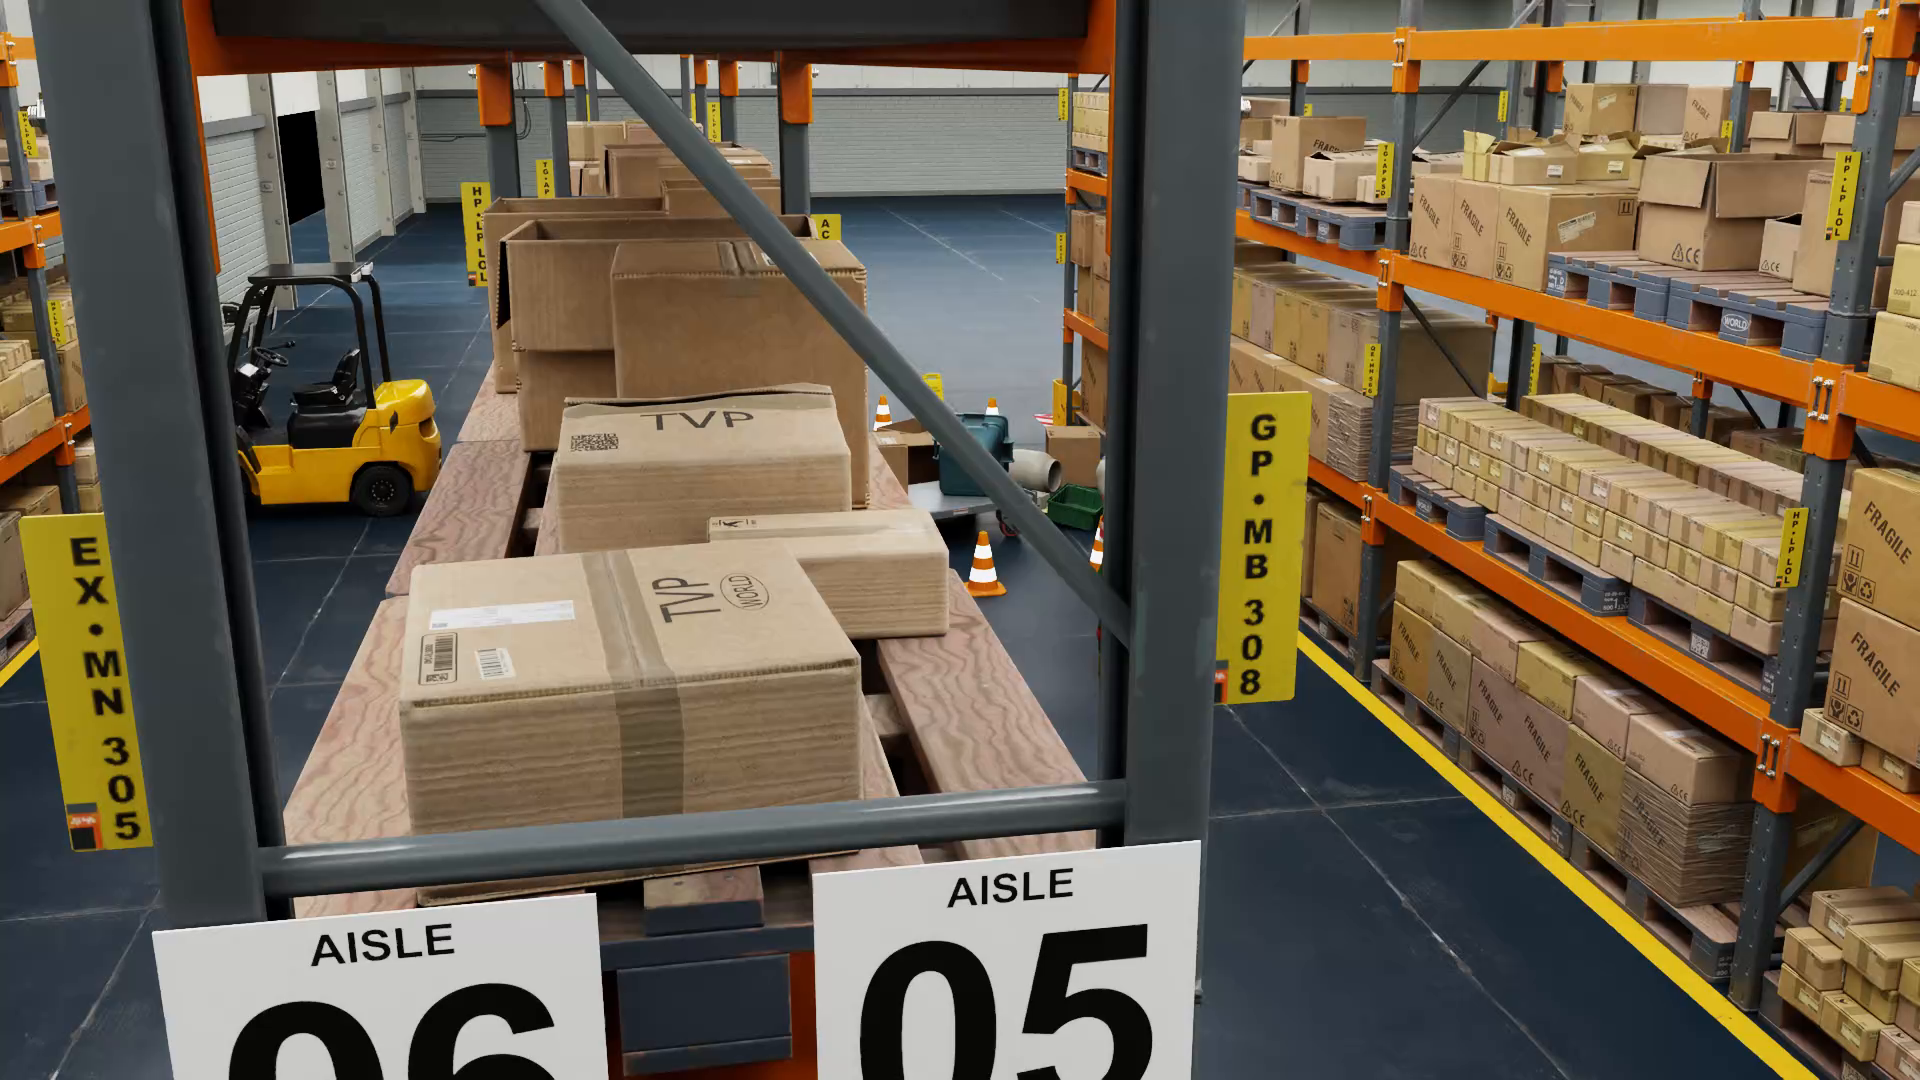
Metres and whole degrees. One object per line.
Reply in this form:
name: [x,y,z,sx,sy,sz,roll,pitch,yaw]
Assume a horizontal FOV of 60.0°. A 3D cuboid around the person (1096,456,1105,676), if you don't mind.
person: [1.138,0.198,10.776,0.494,1.529,0.561,-3,16,-9]
